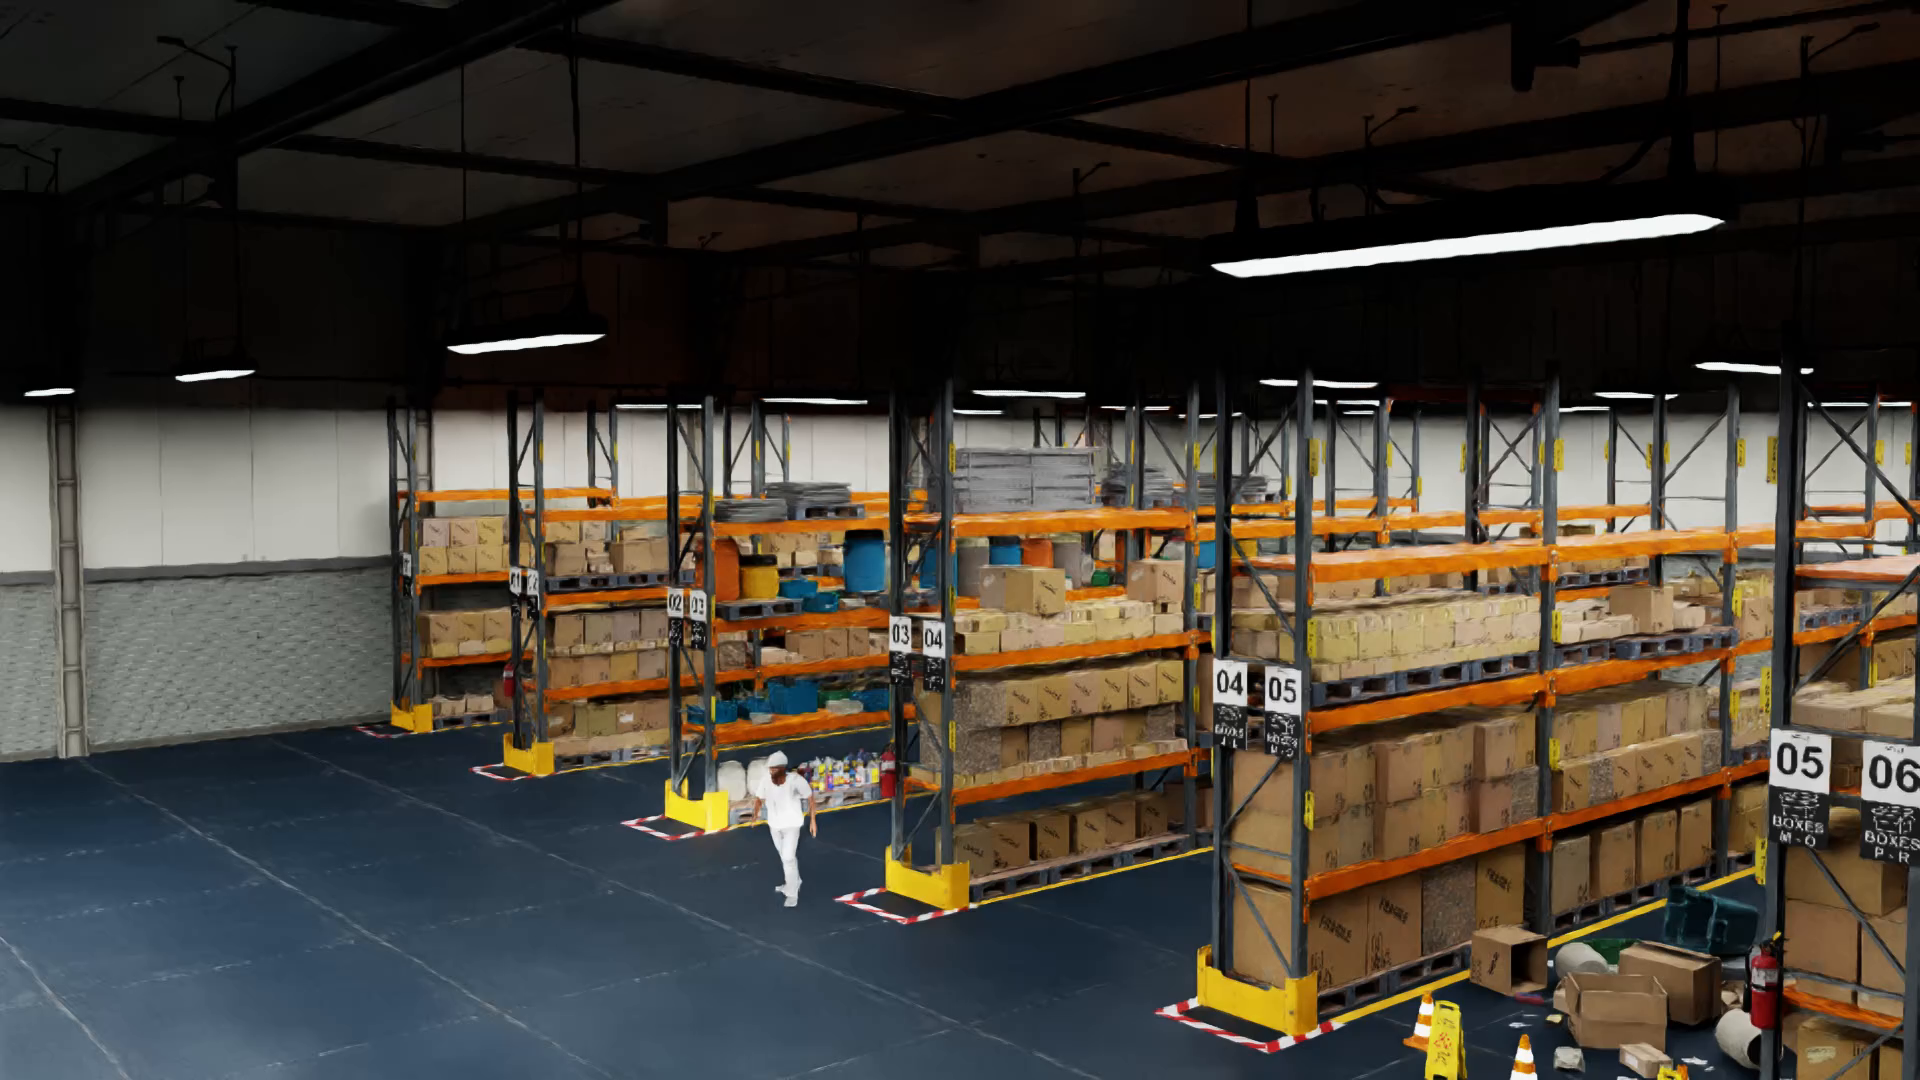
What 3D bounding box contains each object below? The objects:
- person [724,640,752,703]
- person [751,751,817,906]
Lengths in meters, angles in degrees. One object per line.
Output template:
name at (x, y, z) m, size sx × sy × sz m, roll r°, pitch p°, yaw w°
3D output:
person at (-4.103, 2.456, 30.816) m, size 0.606 × 1.786 × 0.494 m, roll -1°, pitch 3°, yaw -10°
person at (-1.966, 3.208, 18.778) m, size 0.714 × 1.697 × 0.823 m, roll 2°, pitch 4°, yaw 32°
